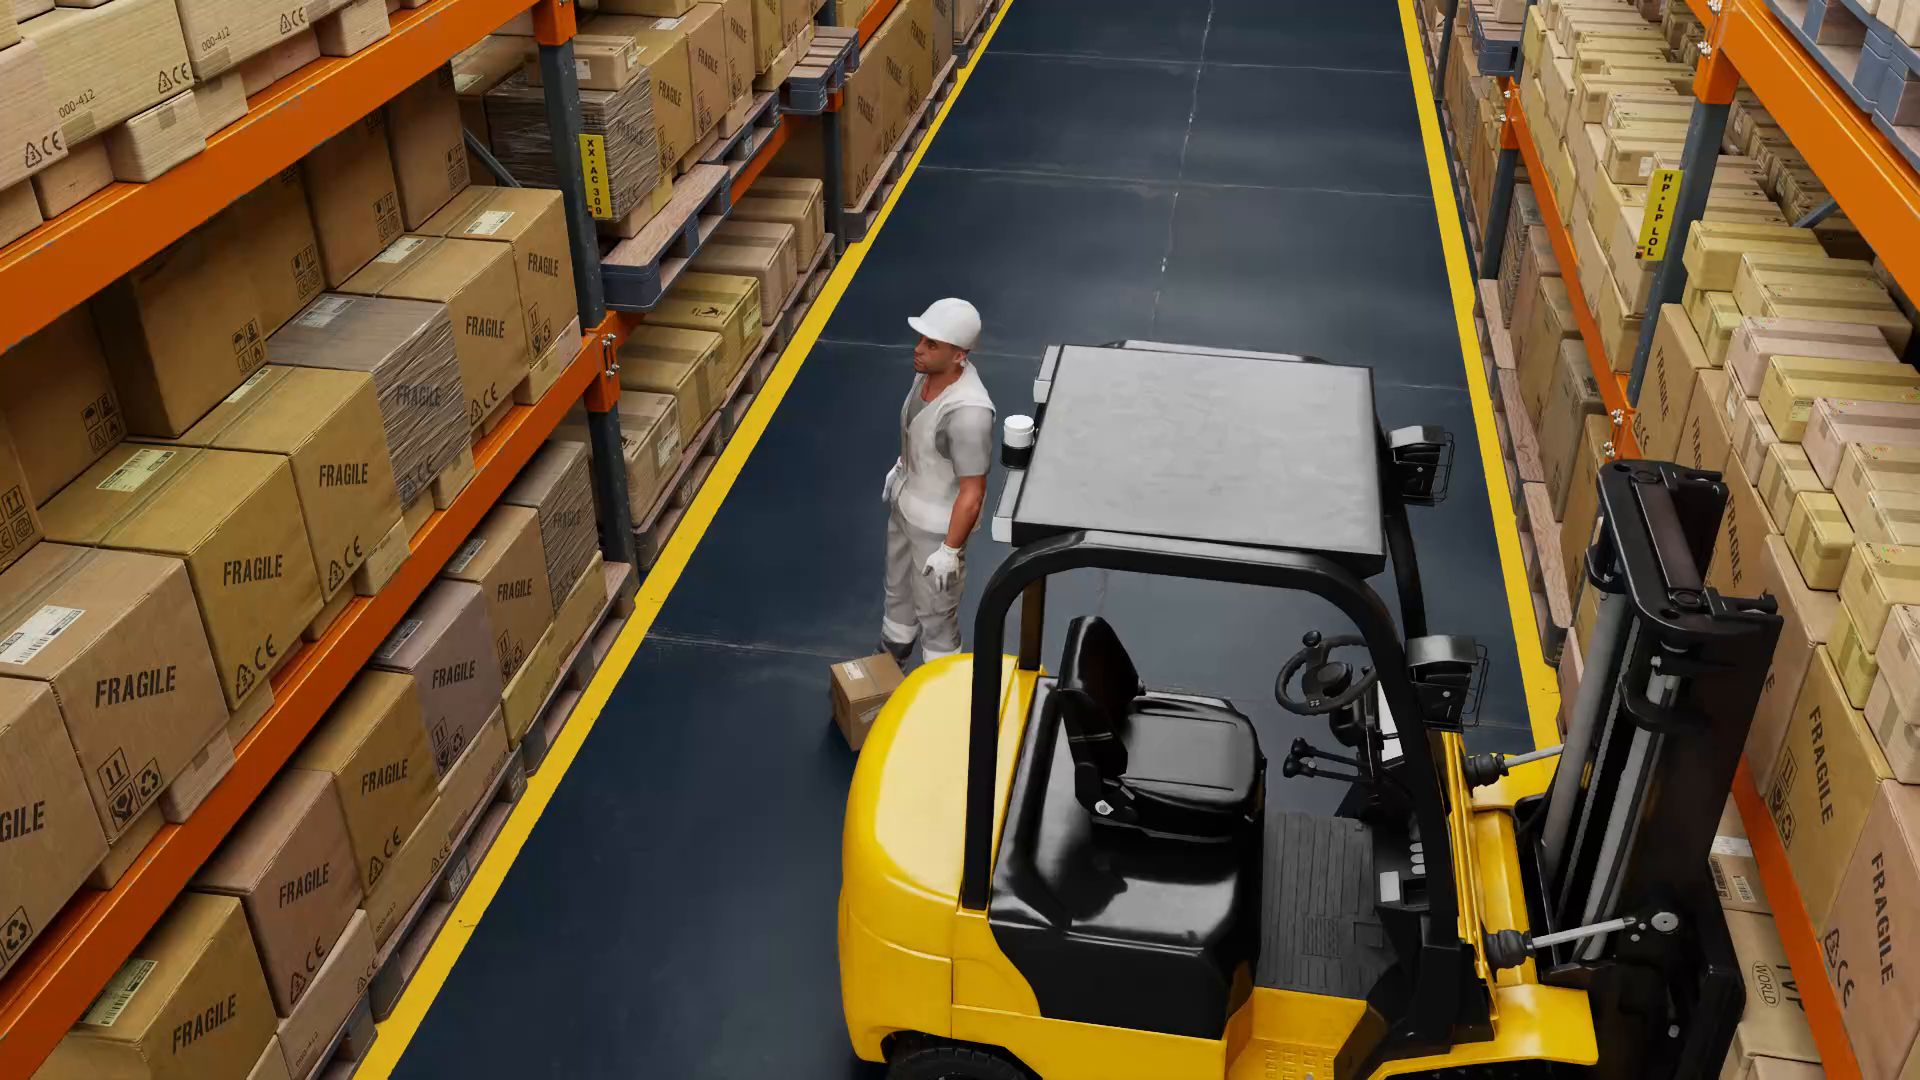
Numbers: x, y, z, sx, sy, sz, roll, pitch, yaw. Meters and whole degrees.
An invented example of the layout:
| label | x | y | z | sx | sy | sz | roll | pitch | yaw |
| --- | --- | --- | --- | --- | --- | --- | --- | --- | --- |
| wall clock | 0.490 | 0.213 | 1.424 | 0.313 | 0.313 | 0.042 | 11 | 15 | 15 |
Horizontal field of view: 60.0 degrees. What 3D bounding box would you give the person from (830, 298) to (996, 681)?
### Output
| label | x | y | z | sx | sy | sz | roll | pitch | yaw |
| --- | --- | --- | --- | --- | --- | --- | --- | --- | --- |
| person | -0.179 | -0.073 | 6.214 | 0.563 | 1.789 | 0.638 | -11 | 34 | -16 |
